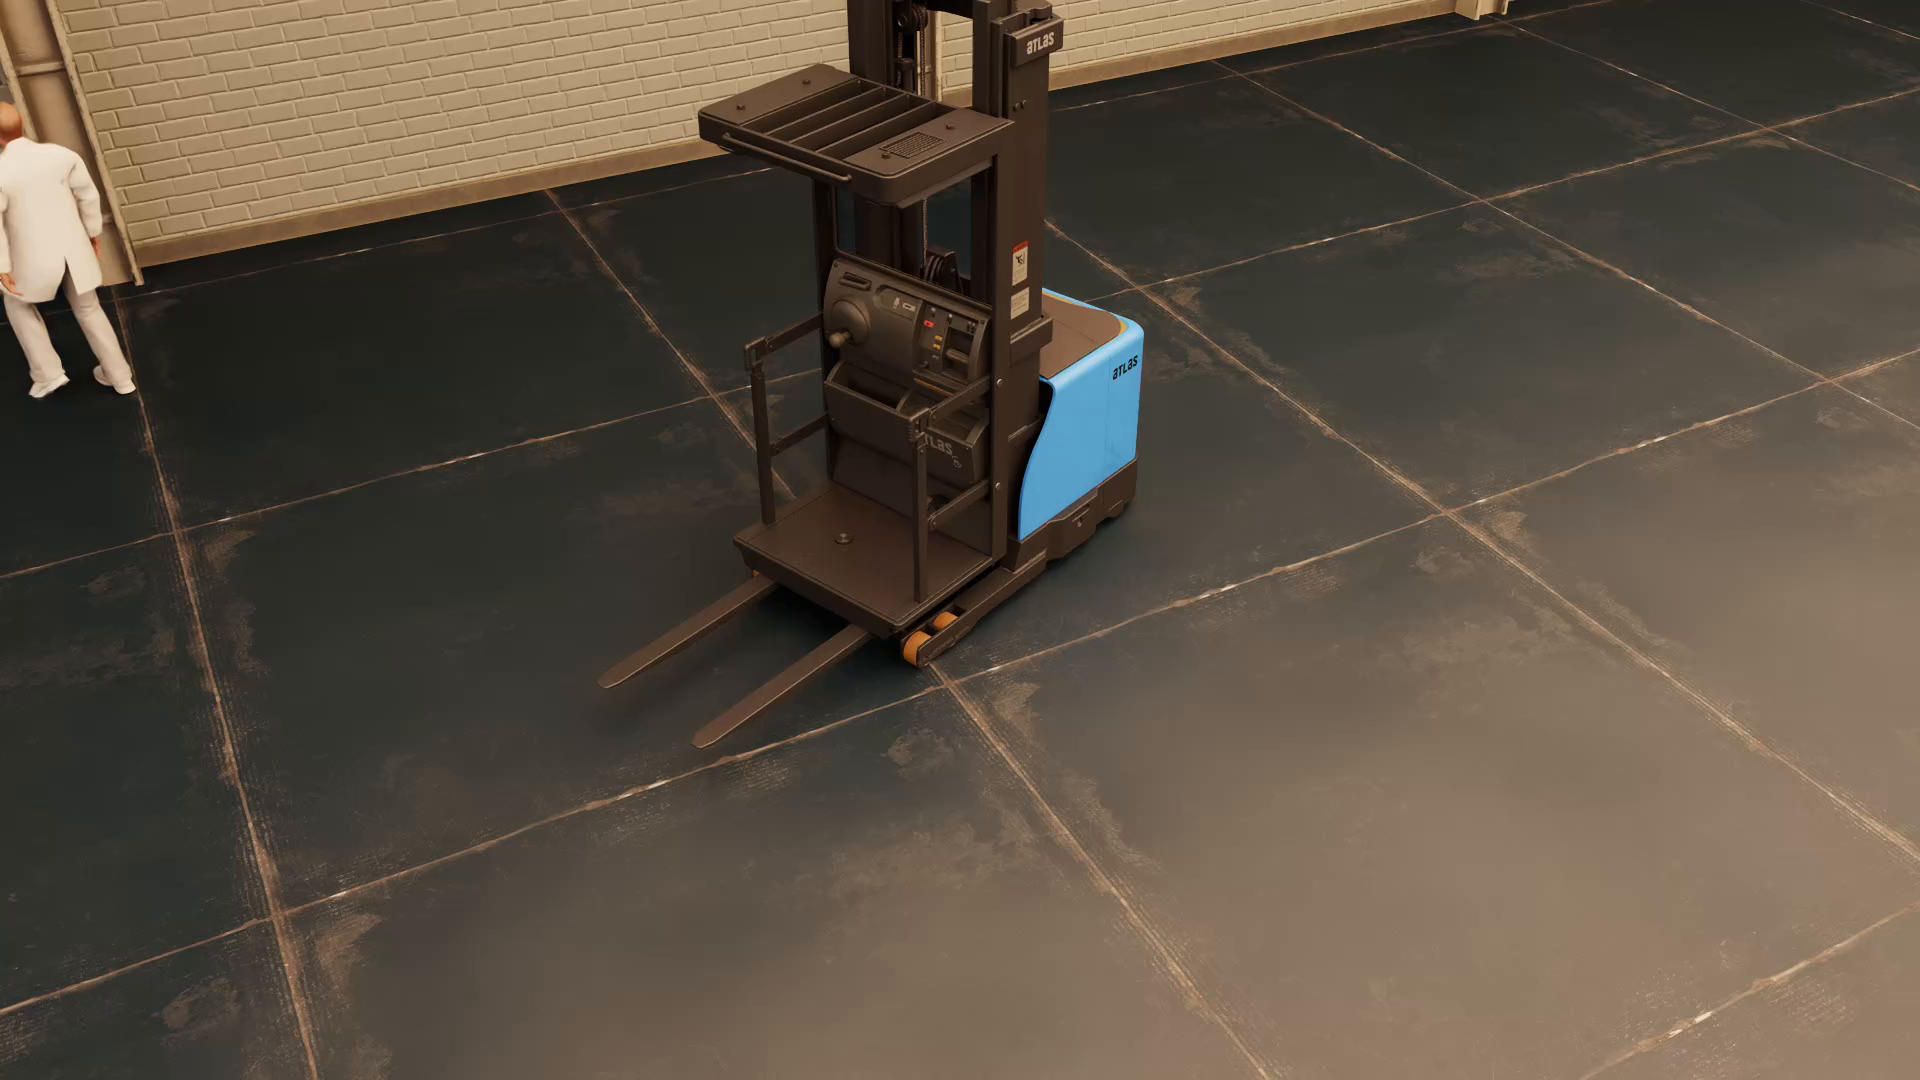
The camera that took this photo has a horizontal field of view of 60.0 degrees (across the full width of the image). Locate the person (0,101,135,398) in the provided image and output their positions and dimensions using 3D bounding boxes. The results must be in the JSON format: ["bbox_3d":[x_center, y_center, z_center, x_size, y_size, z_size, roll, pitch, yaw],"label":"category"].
[{"bbox_3d":[-5.201,-1.613,9.485,0.558,1.829,0.700,24,42,30],"label":"person"}]

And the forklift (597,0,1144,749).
[{"bbox_3d":[-0.390,-0.927,7.434,1.130,2.935,3.031,26,43,31],"label":"forklift"}]
